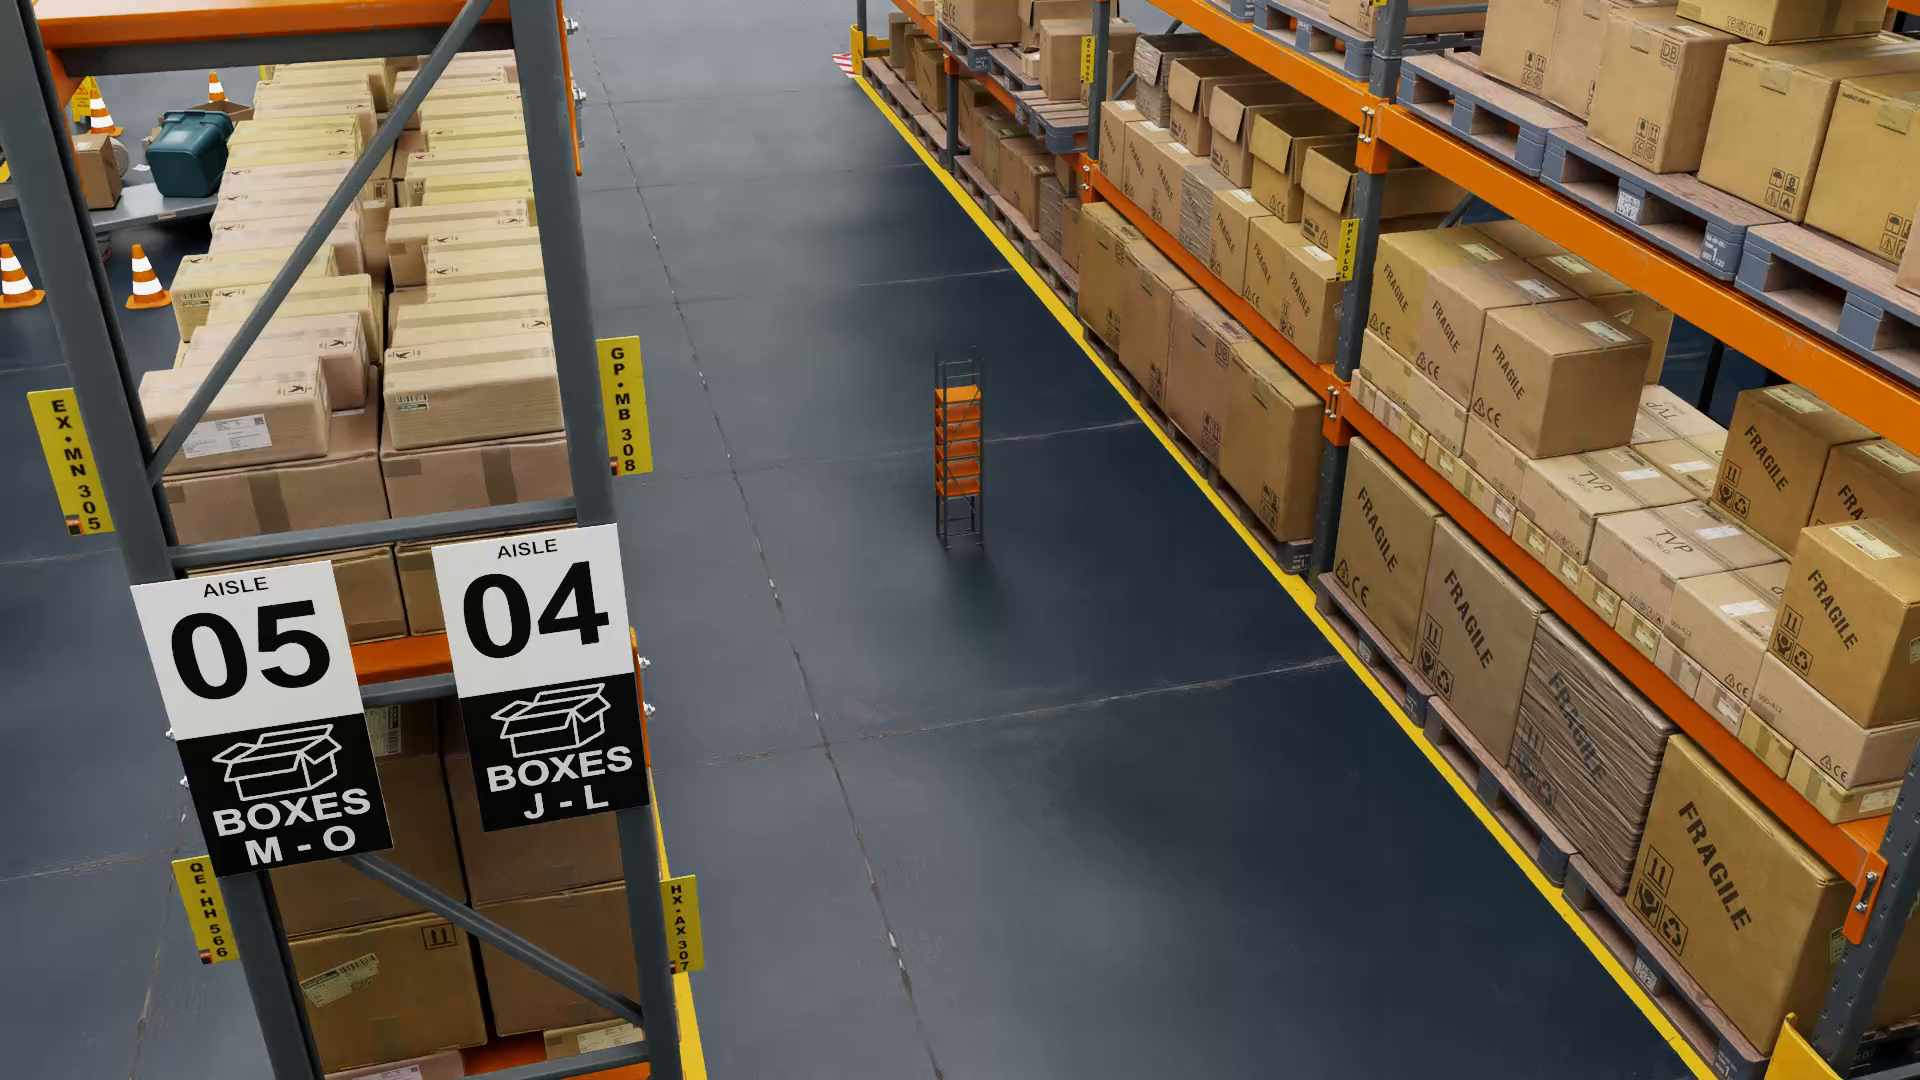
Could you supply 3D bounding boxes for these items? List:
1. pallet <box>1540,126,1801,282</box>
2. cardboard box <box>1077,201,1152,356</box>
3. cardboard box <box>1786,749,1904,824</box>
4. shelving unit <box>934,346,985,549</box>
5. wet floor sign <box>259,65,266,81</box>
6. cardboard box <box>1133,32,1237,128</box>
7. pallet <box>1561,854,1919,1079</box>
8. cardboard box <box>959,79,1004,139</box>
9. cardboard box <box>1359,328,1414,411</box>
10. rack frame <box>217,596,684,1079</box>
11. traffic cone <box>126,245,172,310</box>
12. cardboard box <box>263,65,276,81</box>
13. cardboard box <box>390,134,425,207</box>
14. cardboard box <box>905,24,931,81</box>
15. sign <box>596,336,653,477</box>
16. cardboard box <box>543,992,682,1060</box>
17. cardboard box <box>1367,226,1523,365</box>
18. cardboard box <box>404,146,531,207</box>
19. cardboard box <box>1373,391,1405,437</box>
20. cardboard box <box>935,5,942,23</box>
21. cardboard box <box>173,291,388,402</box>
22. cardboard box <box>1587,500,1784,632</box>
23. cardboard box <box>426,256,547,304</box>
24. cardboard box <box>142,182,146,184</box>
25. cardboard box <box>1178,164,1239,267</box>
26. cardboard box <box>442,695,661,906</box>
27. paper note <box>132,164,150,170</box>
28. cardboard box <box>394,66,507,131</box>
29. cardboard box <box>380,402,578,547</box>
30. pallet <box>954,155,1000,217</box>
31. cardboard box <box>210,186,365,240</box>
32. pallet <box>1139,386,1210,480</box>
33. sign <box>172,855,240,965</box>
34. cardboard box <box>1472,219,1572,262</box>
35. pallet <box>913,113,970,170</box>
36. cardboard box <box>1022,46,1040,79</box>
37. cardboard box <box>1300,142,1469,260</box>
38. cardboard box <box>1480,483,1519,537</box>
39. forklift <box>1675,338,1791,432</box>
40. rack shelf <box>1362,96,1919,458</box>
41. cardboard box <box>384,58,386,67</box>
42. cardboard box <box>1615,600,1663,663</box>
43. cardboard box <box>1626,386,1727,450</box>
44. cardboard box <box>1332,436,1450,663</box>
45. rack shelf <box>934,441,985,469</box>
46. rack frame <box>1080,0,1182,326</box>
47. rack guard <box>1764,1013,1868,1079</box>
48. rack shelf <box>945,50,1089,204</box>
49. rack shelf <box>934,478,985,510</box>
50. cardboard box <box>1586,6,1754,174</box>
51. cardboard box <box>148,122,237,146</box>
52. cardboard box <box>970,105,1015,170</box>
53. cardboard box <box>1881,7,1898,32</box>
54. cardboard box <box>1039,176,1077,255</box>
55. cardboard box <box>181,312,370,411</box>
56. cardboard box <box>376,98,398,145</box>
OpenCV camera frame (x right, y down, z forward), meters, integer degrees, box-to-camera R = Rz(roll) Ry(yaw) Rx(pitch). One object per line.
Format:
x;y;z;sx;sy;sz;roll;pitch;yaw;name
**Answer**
3.018;-1.357;6.425;1.003;0.211;1.213;-8;31;-13;pallet
1.593;-1.940;12.039;1.225;0.875;0.875;-9;31;-16;cardboard box
3.141;0.831;5.802;0.380;0.149;0.250;-7;31;-12;cardboard box
-0.004;-0.526;9.693;0.258;1.200;0.189;-8;31;-13;shelving unit
-7.420;-4.998;17.973;0.267;0.644;0.232;-13;33;-22;wet floor sign
1.608;-3.136;11.303;0.797;0.503;0.637;-7;31;-12;cardboard box
3.265;1.682;6.865;1.003;0.211;1.213;-8;31;-13;pallet
0.300;-4.244;16.395;0.500;0.500;0.500;-9;31;-15;cardboard box
2.363;-0.884;8.366;0.500;0.250;0.500;-8;31;-14;cardboard box
-1.256;1.461;4.463;1.000;3.000;0.127;-8;31;-13;rack frame
-6.467;-2.110;13.164;0.336;0.463;0.334;-8;31;-13;traffic cone
-2.434;-1.784;6.328;0.380;0.149;0.250;-9;31;-15;cardboard box
-1.680;-1.227;5.764;0.500;0.250;0.500;-7;31;-11;cardboard box
-0.353;-5.389;18.374;0.500;0.500;0.500;0;30;0;cardboard box
-0.733;-0.288;3.617;0.100;0.325;0.005;-8;31;-13;sign
-1.026;1.370;4.871;0.380;0.149;0.250;-8;31;-14;cardboard box
2.372;-1.205;8.172;0.500;0.500;0.500;-8;31;-13;cardboard box
-1.506;-1.102;5.149;0.380;0.149;0.250;-7;31;-12;cardboard box
2.319;-0.659;8.376;0.380;0.149;0.250;-9;31;-15;cardboard box
-0.030;-5.023;15.916;0.380;0.149;0.250;-8;31;-13;cardboard box
-1.761;-0.424;4.376;0.500;0.250;0.500;-9;31;-15;cardboard box
2.899;0.097;6.672;0.500;0.250;0.500;-9;31;-15;cardboard box
-1.175;-0.614;4.306;0.380;0.149;0.250;-8;31;-13;cardboard box
-7.334;-3.123;15.112;0.396;0.266;0.258;19;35;29;cardboard box
1.705;-2.048;10.426;0.500;0.500;0.500;-8;31;-13;cardboard box
-1.119;0.604;4.548;0.500;0.500;0.500;-8;31;-14;cardboard box
-7.998;-3.648;16.264;0.148;0.019;0.142;2;30;4;paper note
-1.830;-1.597;6.004;0.380;0.149;0.250;-7;31;-12;cardboard box
-1.125;-0.240;4.058;0.500;0.250;0.500;-7;31;-12;cardboard box
0.576;-3.363;15.580;1.003;0.211;1.213;-8;31;-13;pallet
-1.937;-0.905;4.809;0.380;0.149;0.250;-7;31;-12;cardboard box
1.886;-0.828;11.200;1.003;0.211;1.213;-8;31;-13;pallet
-1.796;0.887;3.983;0.100;0.325;0.005;-8;31;-13;sign
2.871;-1.283;8.308;0.500;0.500;0.500;-7;31;-12;cardboard box
0.155;-4.058;16.782;1.003;0.211;1.213;-8;31;-13;pallet
0.726;-3.907;13.451;0.396;0.266;0.258;-9;31;-15;cardboard box
2.314;-1.866;9.110;0.797;0.503;0.637;-9;31;-15;cardboard box
2.593;-0.160;7.514;0.380;0.149;0.250;-7;31;-13;cardboard box
4.893;-1.285;9.275;1.130;2.935;3.031;-7;31;-12;forklift
3.022;-1.102;6.615;1.077;0.370;4.000;-8;31;-13;rack shelf
-2.474;-1.920;6.563;0.380;0.149;0.250;-8;31;-14;cardboard box
2.868;0.338;6.654;0.380;0.149;0.250;-9;31;-14;cardboard box
3.137;-0.471;7.653;0.500;0.250;0.500;-7;31;-12;cardboard box
2.589;-0.014;8.713;0.875;0.875;0.875;-8;31;-13;cardboard box
-0.004;-0.488;9.715;0.258;0.103;0.180;-8;31;-13;rack shelf
1.429;-3.013;12.193;1.000;3.000;0.127;-8;31;-13;rack frame
3.559;1.944;6.124;1.175;0.500;0.348;-8;31;-13;rack guard
0.899;-3.668;14.042;1.077;0.370;4.000;-8;31;-13;rack shelf
-0.004;-0.280;9.835;0.258;0.103;0.180;-8;31;-13;rack shelf
2.897;-1.746;6.391;0.700;0.500;0.500;-7;31;-11;cardboard box
-7.085;-3.576;15.521;0.797;0.637;0.503;-8;31;-13;cardboard box
0.510;-3.755;15.529;0.700;0.500;0.500;-10;32;-17;cardboard box
10.098;-5.843;18.658;0.500;0.500;0.500;-8;31;-13;cardboard box
1.073;-2.709;13.723;0.700;0.500;0.500;-10;32;-17;cardboard box
-1.619;-0.412;3.957;0.380;0.149;0.250;-7;31;-13;cardboard box
-2.294;-1.415;6.087;0.500;0.250;0.500;-8;31;-13;cardboard box
